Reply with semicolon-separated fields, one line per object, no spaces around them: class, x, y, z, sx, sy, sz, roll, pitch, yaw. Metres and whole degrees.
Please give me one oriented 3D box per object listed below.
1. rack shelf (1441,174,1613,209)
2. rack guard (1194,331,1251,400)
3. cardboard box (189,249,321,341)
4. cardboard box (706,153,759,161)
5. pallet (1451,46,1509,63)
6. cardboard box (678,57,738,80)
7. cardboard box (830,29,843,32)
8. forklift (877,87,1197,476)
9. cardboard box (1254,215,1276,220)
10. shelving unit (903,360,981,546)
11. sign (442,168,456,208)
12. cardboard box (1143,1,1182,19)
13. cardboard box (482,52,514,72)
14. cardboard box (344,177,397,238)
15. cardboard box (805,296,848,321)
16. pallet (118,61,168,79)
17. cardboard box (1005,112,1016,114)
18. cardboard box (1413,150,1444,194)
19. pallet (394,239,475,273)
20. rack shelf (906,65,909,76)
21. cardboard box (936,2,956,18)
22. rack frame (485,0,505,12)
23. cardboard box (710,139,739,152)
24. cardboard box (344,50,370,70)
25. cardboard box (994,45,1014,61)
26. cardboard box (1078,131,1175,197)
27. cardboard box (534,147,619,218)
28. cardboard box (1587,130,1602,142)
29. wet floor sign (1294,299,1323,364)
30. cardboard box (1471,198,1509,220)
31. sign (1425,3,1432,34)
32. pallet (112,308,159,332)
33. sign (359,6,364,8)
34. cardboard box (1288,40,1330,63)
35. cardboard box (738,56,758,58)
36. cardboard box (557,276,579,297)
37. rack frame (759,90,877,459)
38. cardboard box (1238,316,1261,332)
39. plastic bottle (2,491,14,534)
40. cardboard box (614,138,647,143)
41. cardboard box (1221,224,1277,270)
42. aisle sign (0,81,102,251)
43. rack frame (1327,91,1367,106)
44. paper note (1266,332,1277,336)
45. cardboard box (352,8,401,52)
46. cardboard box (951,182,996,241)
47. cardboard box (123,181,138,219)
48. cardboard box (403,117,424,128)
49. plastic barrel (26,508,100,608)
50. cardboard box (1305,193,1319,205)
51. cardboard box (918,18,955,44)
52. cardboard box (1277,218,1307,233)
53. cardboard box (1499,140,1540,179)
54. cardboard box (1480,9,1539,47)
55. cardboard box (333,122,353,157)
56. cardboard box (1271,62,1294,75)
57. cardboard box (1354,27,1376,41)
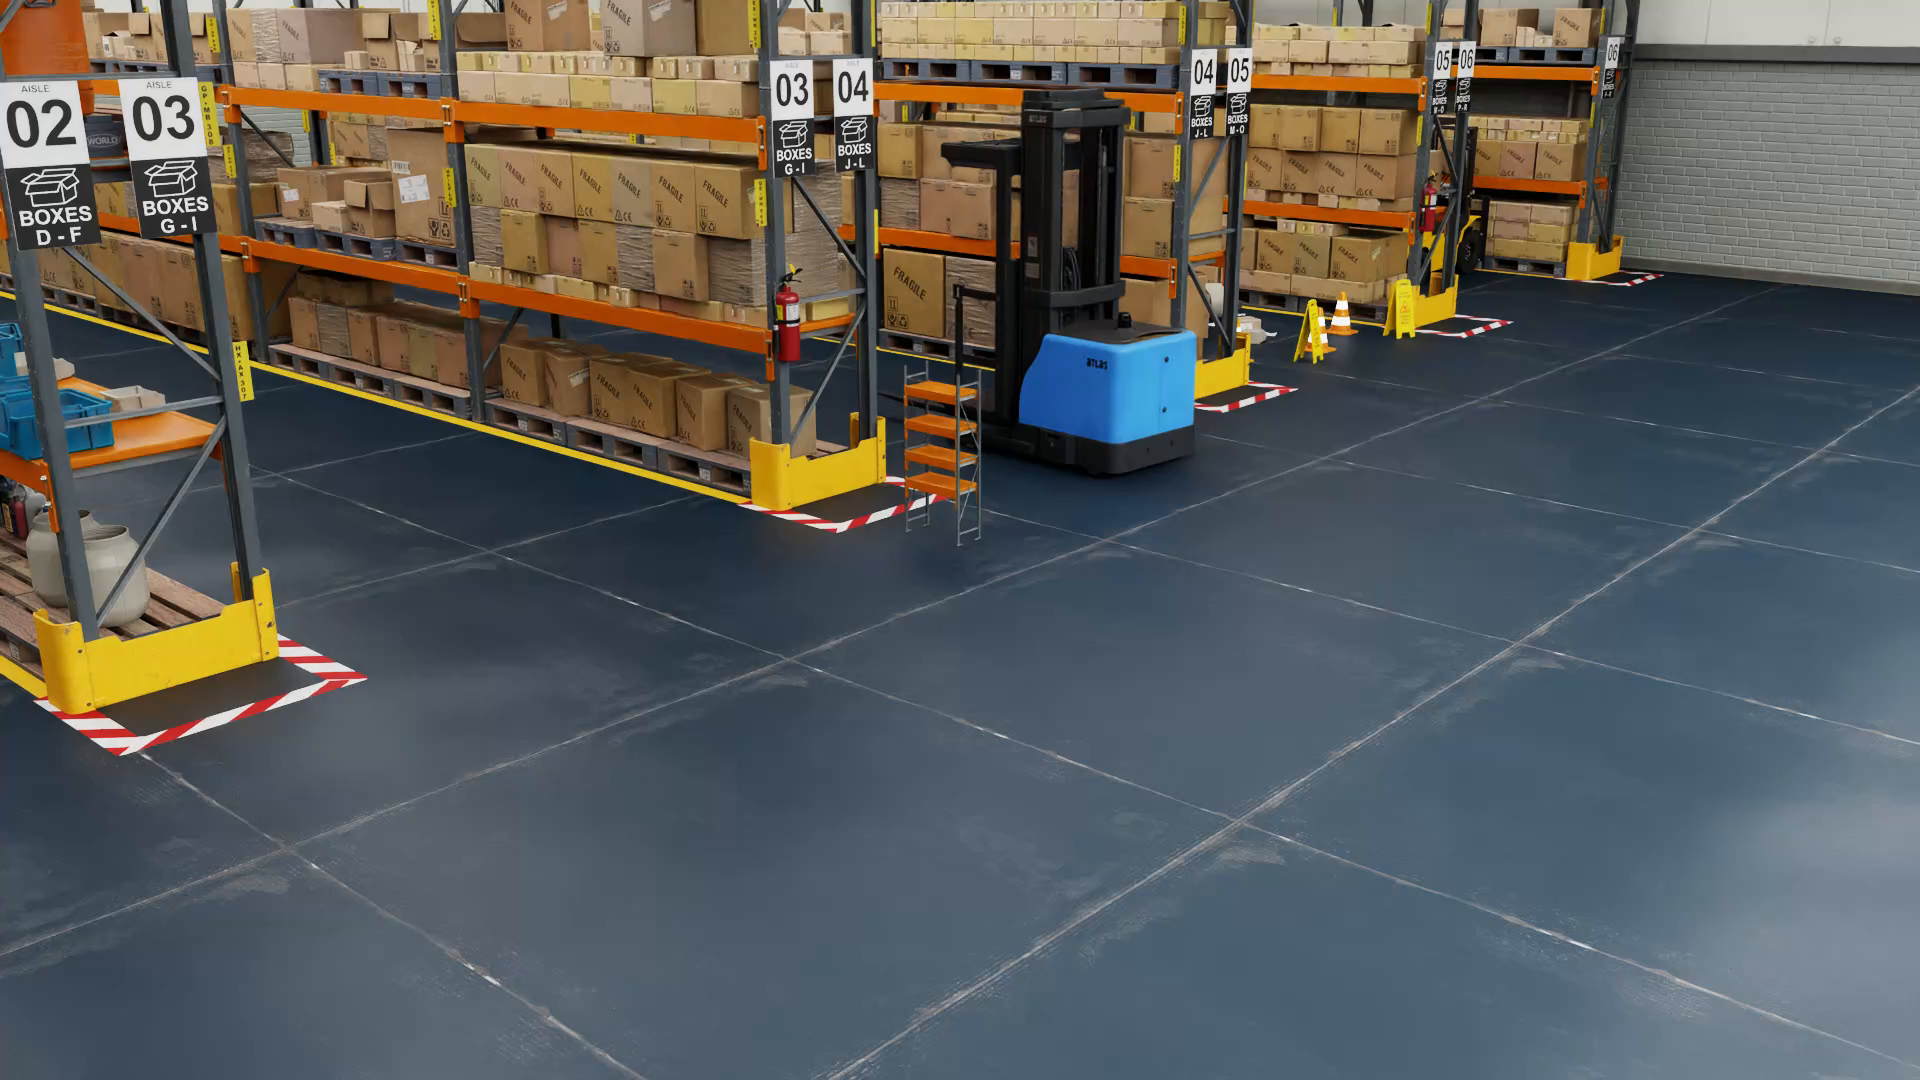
rack shelf;7.359;-5.212;24.265;4.000;0.370;1.077;15;23;39
rack guard;2.370;-1.693;16.120;0.348;0.500;1.175;15;23;39
cardboard box;-7.501;-2.724;18.056;0.875;0.875;1.225;14;22;37
cardboard box;-1.615;-2.728;12.937;0.500;0.500;0.500;15;23;39
pallet;7.426;-6.934;23.688;1.213;0.211;1.003;15;23;39
cardboard box;-1.824;-3.430;12.090;0.250;0.149;0.380;14;22;37
cardboard box;-1.683;-7.399;24.536;0.258;0.266;0.396;14;23;38
forklift;0.533;-2.270;13.920;1.130;2.935;3.031;-16;24;-42
cardboard box;4.890;-5.285;26.536;0.625;0.625;0.875;15;23;39
shelving unit;-0.124;-0.605;11.535;0.503;1.200;0.258;15;23;39
sign;-4.373;-3.016;14.243;0.005;0.325;0.100;15;23;39
cardboard box;1.875;-4.818;15.113;0.250;0.149;0.380;15;23;40
cardboard box;-3.724;-3.966;13.779;0.250;0.149;0.380;14;22;37
cardboard box;-5.365;-3.167;15.768;0.797;0.503;0.637;-15;23;-40
cardboard box;-1.070;-1.779;12.674;0.250;0.149;0.380;15;23;39
pallet;-8.354;-5.075;17.996;1.213;0.211;1.003;16;24;42
cardboard box;0.876;-5.795;23.561;0.500;0.500;0.500;13;22;36
cardboard box;5.392;-4.377;19.787;0.500;0.500;0.500;15;23;38
pallet;-4.482;-2.686;15.432;1.213;0.211;1.003;15;23;39
rack shelf;1.075;-6.321;22.801;4.000;0.370;1.077;15;23;39
cardboard box;-0.022;-5.328;16.719;0.250;0.149;0.380;15;23;38
rack frame;-6.623;-8.158;22.442;0.127;3.000;1.000;15;23;39
cardboard box;-2.538;-4.724;19.719;0.500;0.500;0.700;15;23;38
cardboard box;-5.476;-4.463;15.449;0.250;0.166;0.380;14;22;38
cardboard box;0.545;-4.795;16.359;0.250;0.149;0.380;15;23;40
cardboard box;1.628;-3.648;16.116;0.550;0.550;0.875;15;23;39
cardboard box;-3.091;-2.908;13.507;0.500;0.500;0.500;15;23;39
cardboard box;8.773;-5.637;23.177;0.250;0.149;0.380;14;23;38
wet floor sign;3.688;-2.209;17.507;0.232;0.644;0.267;11;20;30
cardboard box;7.533;-4.742;23.792;0.500;0.250;0.500;15;23;40
sign;5.179;-5.760;18.379;0.005;0.325;0.100;15;23;39
pallet;-9.364;-2.730;19.865;1.213;0.211;1.003;15;23;39
sign;-9.231;-8.075;25.675;0.005;0.325;0.100;15;23;39
cardboard box;4.234;-5.776;19.650;0.500;0.250;0.500;16;24;41
cardboard box;-1.468;-3.540;12.438;0.250;0.149;0.380;15;23;38
cardboard box;-3.095;-2.114;13.730;0.250;0.149;0.380;15;23;39
rack frame;-1.015;-1.787;12.285;0.127;3.000;1.000;15;23;39
cardboard box;3.242;-2.477;19.170;0.380;0.149;0.250;-6;18;-18
plastic bottle;-6.286;-0.189;11.012;0.133;0.283;0.061;15;23;39
cardboard box;-4.231;-5.100;21.460;0.250;0.149;0.380;15;23;39
cardboard box;3.628;-3.691;20.894;0.500;0.500;0.500;17;24;42
aisle sign;-4.446;-1.824;8.104;0.004;0.787;0.394;15;23;39
rack frame;5.863;-5.957;25.422;0.127;3.000;1.000;15;23;39
paper note;3.534;-2.354;18.978;0.142;0.019;0.148;7;19;21
cardboard box;-5.725;-4.867;16.038;0.500;0.500;0.500;16;23;40
cardboard box;0.397;-3.452;17.283;0.550;0.550;0.875;15;23;39
cardboard box;-9.062;-3.894;18.759;0.500;0.500;0.500;14;23;38
cardboard box;-7.544;-6.101;23.566;0.500;0.500;0.500;14;22;38
plastic barrel;-5.221;0.103;9.746;0.421;0.512;0.421;0;18;0
cardboard box;4.389;-4.147;20.134;0.250;0.149;0.380;15;23;40
cardboard box;-0.081;-5.178;16.906;0.500;0.250;0.500;15;23;39
cardboard box;4.089;-3.851;20.325;0.250;0.149;0.380;16;24;42
cardboard box;7.930;-5.347;23.335;0.500;0.500;0.500;16;24;41
cardboard box;7.662;-7.141;23.169;0.500;0.500;0.700;15;23;40
cardboard box;-9.045;-6.037;25.018;0.500;0.500;0.500;15;23;39
cardboard box;3.932;-5.646;19.901;0.250;0.149;0.380;15;23;39
cardboard box;4.743;-5.828;19.156;0.250;0.149;0.380;15;23;39
